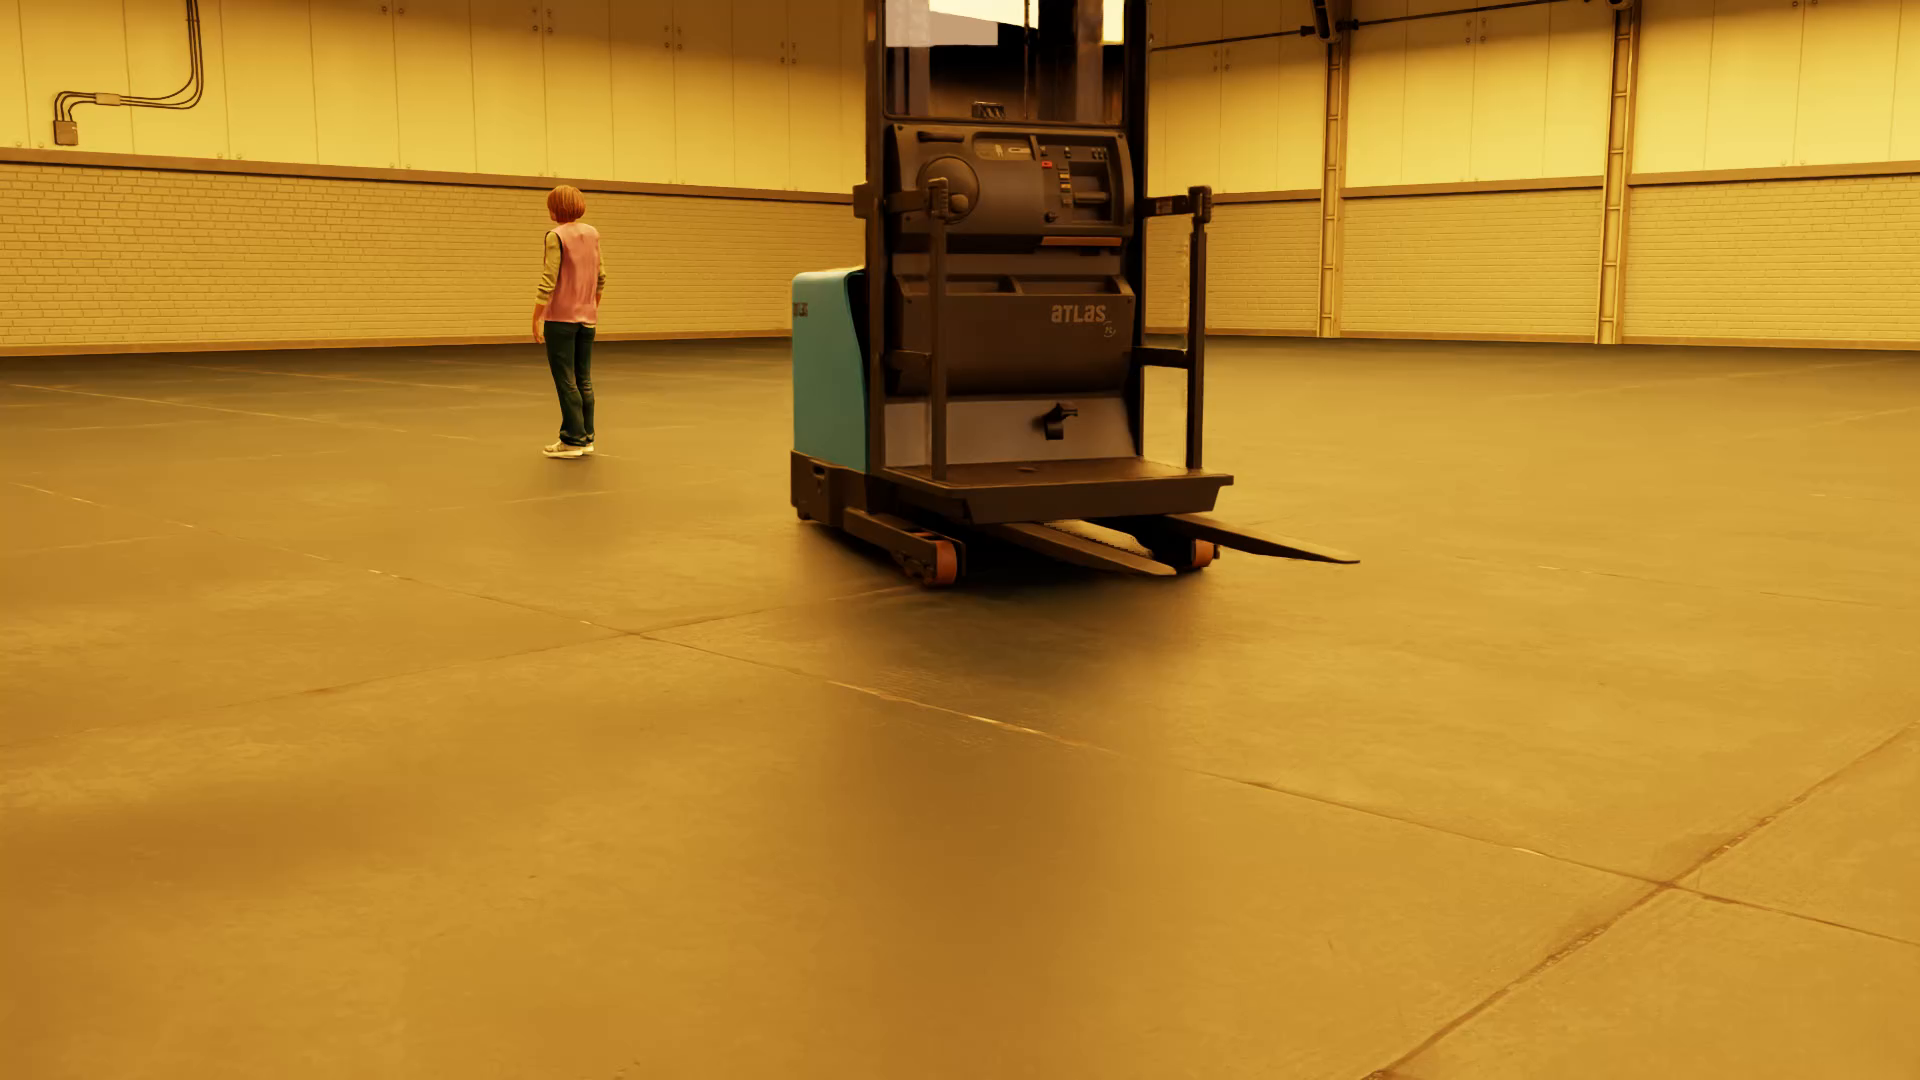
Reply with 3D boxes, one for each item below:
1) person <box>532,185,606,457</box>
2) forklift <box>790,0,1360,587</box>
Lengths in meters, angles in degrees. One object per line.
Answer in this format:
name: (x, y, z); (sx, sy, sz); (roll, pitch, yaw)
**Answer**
person: (-2.369, -1.293, 9.891); (0.475, 1.597, 0.520); (6, 10, 33)
forklift: (0.286, -1.359, 5.902); (1.130, 2.935, 3.031); (-3, 9, -22)
